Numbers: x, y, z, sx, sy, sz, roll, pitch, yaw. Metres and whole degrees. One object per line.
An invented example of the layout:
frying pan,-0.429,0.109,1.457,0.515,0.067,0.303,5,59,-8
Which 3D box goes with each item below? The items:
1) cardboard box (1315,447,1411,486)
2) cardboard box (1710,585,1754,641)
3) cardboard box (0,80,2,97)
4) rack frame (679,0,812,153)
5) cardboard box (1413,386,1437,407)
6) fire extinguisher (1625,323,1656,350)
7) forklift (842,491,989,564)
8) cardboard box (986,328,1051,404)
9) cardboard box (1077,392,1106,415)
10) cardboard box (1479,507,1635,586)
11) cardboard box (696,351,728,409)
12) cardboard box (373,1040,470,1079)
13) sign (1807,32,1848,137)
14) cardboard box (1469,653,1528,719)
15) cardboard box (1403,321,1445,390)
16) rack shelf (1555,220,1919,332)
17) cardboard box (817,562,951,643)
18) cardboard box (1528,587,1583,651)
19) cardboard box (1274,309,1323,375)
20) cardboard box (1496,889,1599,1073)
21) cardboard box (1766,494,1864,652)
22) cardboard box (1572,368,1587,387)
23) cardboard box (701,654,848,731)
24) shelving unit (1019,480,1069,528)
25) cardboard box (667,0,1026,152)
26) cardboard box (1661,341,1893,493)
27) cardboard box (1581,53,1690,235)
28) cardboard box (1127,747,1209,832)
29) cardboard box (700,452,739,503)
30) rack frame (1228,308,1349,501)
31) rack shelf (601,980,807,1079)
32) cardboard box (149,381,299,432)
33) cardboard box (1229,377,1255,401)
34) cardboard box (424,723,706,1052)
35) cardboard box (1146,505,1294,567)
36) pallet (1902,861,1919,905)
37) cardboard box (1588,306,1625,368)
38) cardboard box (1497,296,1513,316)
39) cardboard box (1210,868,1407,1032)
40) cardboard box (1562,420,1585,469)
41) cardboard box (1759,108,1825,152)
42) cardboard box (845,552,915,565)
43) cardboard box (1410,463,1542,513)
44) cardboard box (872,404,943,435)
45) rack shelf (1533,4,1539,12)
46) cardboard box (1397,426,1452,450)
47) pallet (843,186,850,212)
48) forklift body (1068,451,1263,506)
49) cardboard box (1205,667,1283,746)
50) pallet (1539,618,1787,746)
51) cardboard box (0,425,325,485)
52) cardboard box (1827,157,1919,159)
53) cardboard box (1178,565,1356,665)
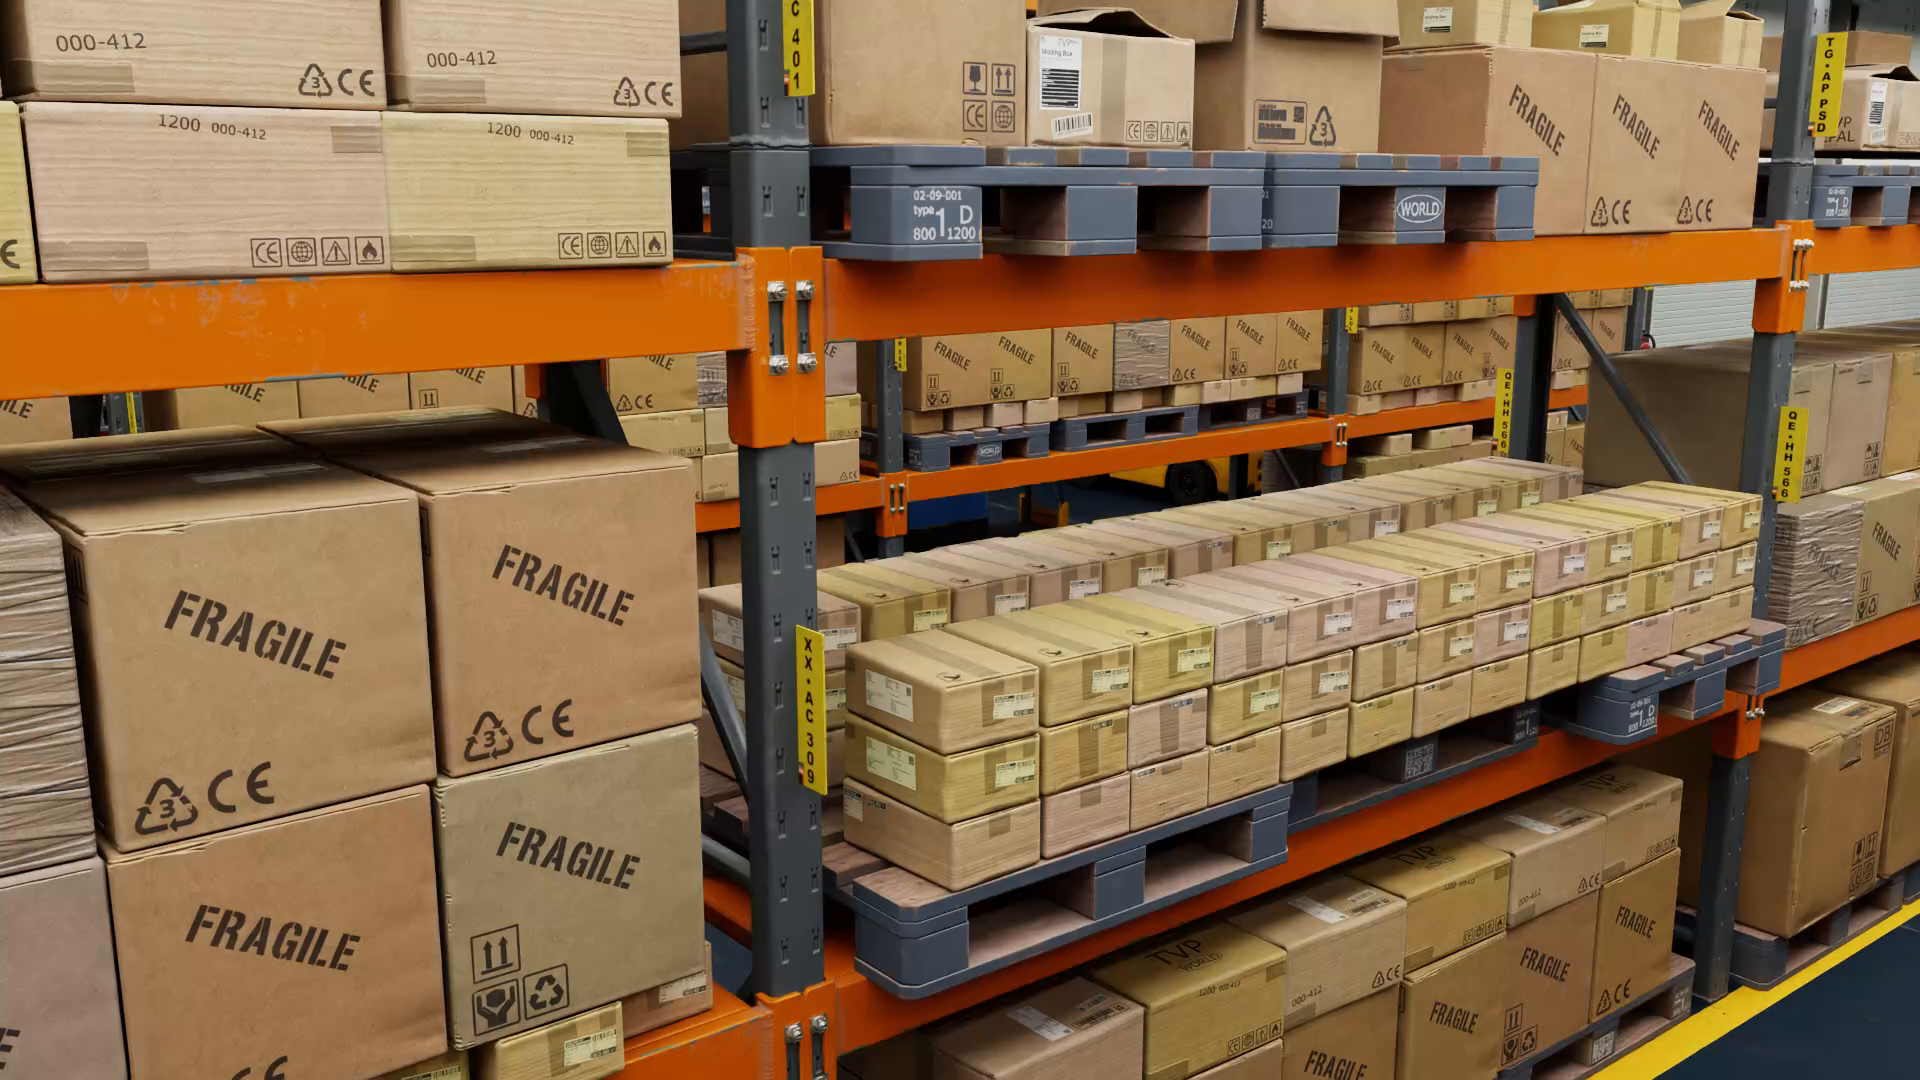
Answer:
cardboard box,3.067,-0.419,12.682,0.500,0.500,0.500,-9,15,-35
cardboard box,2.388,0.206,5.530,0.250,0.149,0.380,-9,15,-37
cardboard box,-1.657,-0.734,2.300,0.500,0.250,0.500,-9,15,-35
rack frame,-0.638,-2.265,3.132,0.127,3.000,1.000,-9,15,-38
cardboard box,3.452,-1.132,12.841,0.250,0.149,0.380,-9,15,-36
fire extinguisher,5.939,-1.580,14.533,0.183,0.674,0.296,-9,15,-38
forklift,-1.233,-1.217,12.803,3.031,2.935,1.130,-9,15,-37
cardboard box,0.213,-1.129,10.256,0.500,0.500,0.500,-8,15,-35
cardboard box,0.732,-0.913,10.799,0.250,0.149,0.380,-9,15,-35
cardboard box,1.781,0.016,4.993,0.250,0.149,0.380,-9,15,-36
cardboard box,-1.321,-1.000,8.969,0.500,0.500,0.500,-9,15,-37
cardboard box,-1.094,0.943,3.070,0.250,0.149,0.380,-9,15,-35
sign,2.823,-1.482,5.419,0.005,0.325,0.100,-9,15,-38
cardboard box,1.383,0.372,4.750,0.250,0.149,0.380,-9,15,-36
cardboard box,3.333,-1.434,12.702,0.500,0.500,0.500,-10,15,-38
rack shelf,4.047,-1.225,7.185,4.000,0.370,1.077,-9,15,-38
cardboard box,-0.237,0.177,4.235,0.250,0.149,0.380,-10,16,-39
cardboard box,1.582,0.194,4.871,0.250,0.149,0.380,-10,15,-38
cardboard box,2.221,-1.461,11.821,0.500,0.500,0.500,-10,15,-39
cardboard box,1.727,1.362,5.499,0.500,0.500,0.500,-9,15,-35
cardboard box,3.005,0.087,6.257,0.500,0.500,0.500,-9,15,-37
cardboard box,5.061,-1.391,14.062,0.250,0.149,0.380,-10,15,-39
cardboard box,-0.450,0.358,4.101,0.250,0.149,0.380,-9,15,-36
shelving unit,0.347,-0.791,14.242,1.083,1.500,0.587,-9,15,-37
cardboard box,-0.273,-1.084,3.537,0.500,0.500,0.700,-9,15,-38
cardboard box,3.237,-0.510,6.662,0.500,0.500,0.700,-10,15,-38
cardboard box,1.816,-1.184,5.019,0.500,0.500,0.500,-9,15,-38
cardboard box,0.368,0.542,3.951,0.250,0.149,0.380,-9,15,-37
cardboard box,-1.307,-0.390,9.103,0.500,0.250,0.500,-9,15,-37
rack frame,2.438,-1.159,12.363,0.127,3.000,1.000,-9,15,-38
rack shelf,-2.199,1.281,2.608,4.000,0.370,1.077,-9,15,-38
cardboard box,-3.286,-0.669,7.410,0.500,0.500,0.500,-9,15,-37
cardboard box,1.813,-1.059,11.488,0.250,0.149,0.380,-10,15,-39
cardboard box,-0.839,0.583,3.203,0.500,0.500,0.500,-9,15,-38
cardboard box,0.781,0.008,5.032,0.250,0.149,0.380,-10,15,-38
pallet,4.100,1.267,7.655,1.213,0.211,1.003,-9,15,-38
cardboard box,5.310,-1.757,14.224,0.500,0.500,0.500,-10,15,-39
cardboard box,4.089,-2.070,13.291,0.500,0.500,0.700,-10,15,-38
cardboard box,0.920,1.132,4.779,0.500,0.250,0.500,-9,15,-36
cardboard box,5.099,-0.759,14.283,0.500,0.500,0.500,-9,15,-37
cardboard box,2.846,-1.466,5.942,0.250,0.149,0.380,-10,16,-40
cardboard box,-0.238,0.369,10.486,0.625,0.372,0.950,-11,16,-41
cardboard box,1.796,-0.159,5.820,0.250,0.149,0.380,-10,16,-39
cardboard box,-0.316,-0.734,9.958,0.250,0.149,0.380,-11,16,-41
rack shelf,4.000,-3.999,13.037,4.000,0.370,1.077,-9,15,-38
cardboard box,3.603,-0.809,12.960,0.250,0.149,0.380,-9,15,-35
pallet,-1.155,-1.922,9.193,1.003,0.211,1.213,-9,15,-35
forklift body,2.117,-1.525,16.133,1.214,2.155,2.313,-9,15,-38
cardboard box,0.562,0.363,4.074,0.250,0.149,0.380,-10,16,-40
pallet,1.996,0.354,5.703,1.003,0.211,1.213,-9,15,-38
cardboard box,-1.538,0.075,3.192,0.500,0.500,0.500,-10,16,-39
cardboard box,4.016,-1.816,7.311,0.258,0.266,0.396,-9,15,-38
cardboard box,0.769,0.184,4.203,0.250,0.149,0.380,-10,15,-38
